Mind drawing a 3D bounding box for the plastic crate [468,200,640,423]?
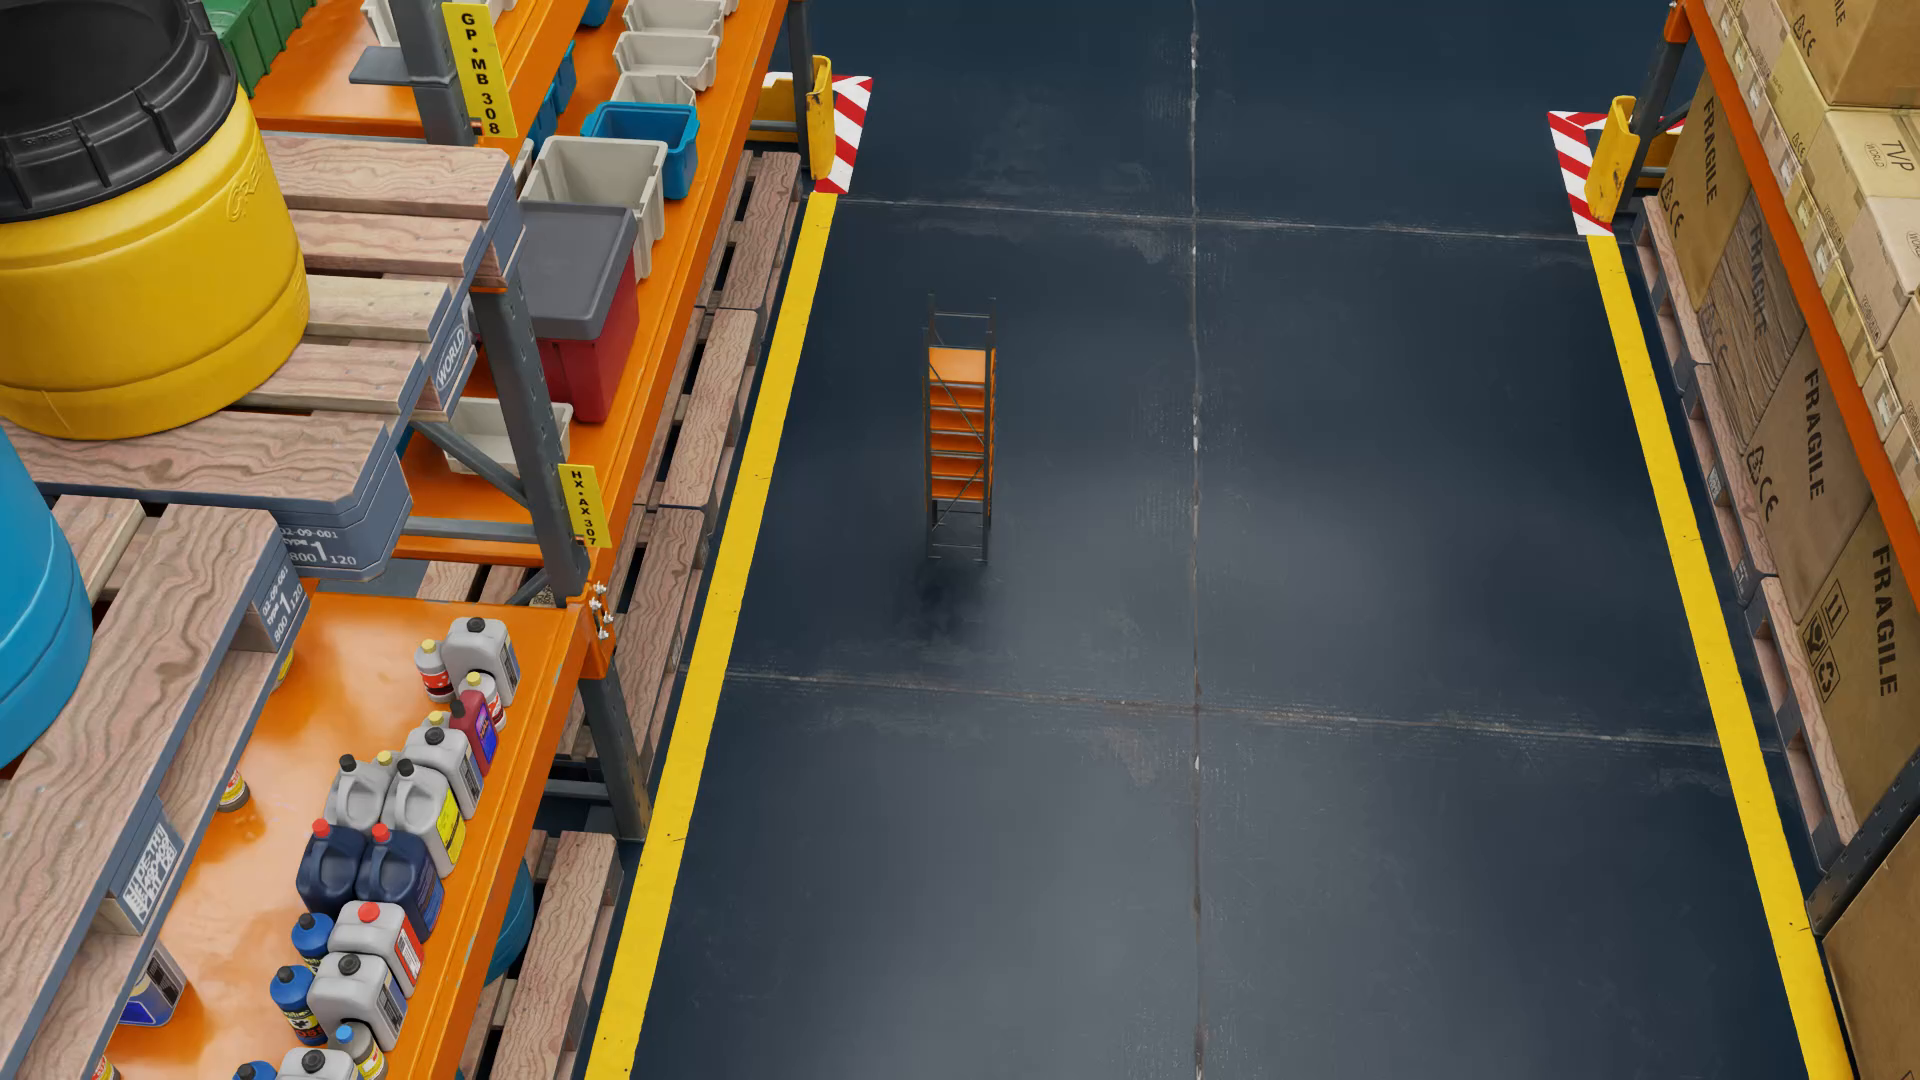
[{"bbox_3d":[-1.256,-0.718,5.290,0.402,0.464,0.583,4,48,4],"label":"plastic crate"}]

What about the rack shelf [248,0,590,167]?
[{"bbox_3d":[-1.405,-2.276,5.254,1.077,0.370,4.000,4,48,4],"label":"rack shelf"}]

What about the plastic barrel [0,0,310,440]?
[{"bbox_3d":[-1.468,-0.570,2.794,0.600,0.588,0.600,0,48,0],"label":"plastic barrel"}]

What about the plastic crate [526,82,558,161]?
[{"bbox_3d":[-1.720,-1.593,6.247,0.416,0.233,0.300,4,48,4],"label":"plastic crate"}]

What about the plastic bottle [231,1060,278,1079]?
[{"bbox_3d":[-1.539,1.232,3.678,0.097,0.271,0.097,0,48,0],"label":"plastic bottle"}]

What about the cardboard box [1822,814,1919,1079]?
[{"bbox_3d":[3.307,1.343,4.644,1.225,0.875,0.875,4,48,4],"label":"cardboard box"}]

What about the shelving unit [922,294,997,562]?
[{"bbox_3d":[-0.001,-0.394,6.298,0.258,1.200,0.189,4,48,4],"label":"shelving unit"}]

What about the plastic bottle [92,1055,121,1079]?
[{"bbox_3d":[-1.988,1.190,3.763,0.097,0.201,0.097,0,48,0],"label":"plastic bottle"}]

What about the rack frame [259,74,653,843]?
[{"bbox_3d":[-1.587,-0.037,4.751,1.000,3.000,0.127,4,48,4],"label":"rack frame"}]

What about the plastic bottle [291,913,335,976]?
[{"bbox_3d":[-1.506,0.962,3.924,0.097,0.271,0.097,0,48,0],"label":"plastic bottle"}]

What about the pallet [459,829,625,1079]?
[{"bbox_3d":[-1.699,1.468,5.264,1.003,0.211,1.213,4,48,4],"label":"pallet"}]

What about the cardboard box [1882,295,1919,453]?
[{"bbox_3d":[3.169,-0.476,5.053,0.500,0.250,0.500,5,48,5],"label":"cardboard box"}]

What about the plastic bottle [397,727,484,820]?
[{"bbox_3d":[-1.334,0.585,4.266,0.152,0.276,0.135,4,48,4],"label":"plastic bottle"}]

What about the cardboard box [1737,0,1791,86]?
[{"bbox_3d":[3.357,-1.976,6.424,0.500,0.250,0.500,3,48,3],"label":"cardboard box"}]

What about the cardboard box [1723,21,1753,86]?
[{"bbox_3d":[3.304,-1.943,6.664,0.380,0.149,0.250,3,48,3],"label":"cardboard box"}]

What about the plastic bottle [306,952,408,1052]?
[{"bbox_3d":[-1.392,1.054,3.837,0.152,0.276,0.135,4,48,4],"label":"plastic bottle"}]

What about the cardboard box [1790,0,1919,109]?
[{"bbox_3d":[3.311,-1.863,5.813,0.500,0.500,0.500,3,48,2],"label":"cardboard box"}]

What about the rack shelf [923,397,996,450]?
[{"bbox_3d":[-0.001,-0.445,6.242,0.258,0.103,0.180,4,48,4],"label":"rack shelf"}]

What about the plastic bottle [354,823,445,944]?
[{"bbox_3d":[-1.362,0.813,4.007,0.144,0.351,0.185,4,48,4],"label":"plastic bottle"}]

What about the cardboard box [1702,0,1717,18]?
[{"bbox_3d":[3.349,-2.320,7.009,0.380,0.149,0.250,4,48,4],"label":"cardboard box"}]

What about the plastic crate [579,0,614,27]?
[{"bbox_3d":[-1.633,-2.297,6.891,0.416,0.233,0.300,4,48,4],"label":"plastic crate"}]

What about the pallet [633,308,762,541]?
[{"bbox_3d":[-1.450,-0.538,7.099,1.003,0.211,1.213,4,48,4],"label":"pallet"}]

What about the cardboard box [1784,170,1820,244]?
[{"bbox_3d":[3.210,-1.189,5.975,0.380,0.149,0.250,3,48,3],"label":"cardboard box"}]

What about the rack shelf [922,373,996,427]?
[{"bbox_3d":[-0.001,-0.526,6.153,0.258,0.103,0.180,4,48,4],"label":"rack shelf"}]

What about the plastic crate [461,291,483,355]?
[{"bbox_3d":[-1.752,-0.805,5.599,0.437,0.125,0.590,4,48,4],"label":"plastic crate"}]

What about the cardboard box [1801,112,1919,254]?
[{"bbox_3d":[3.265,-1.223,5.736,0.500,0.250,0.500,3,48,3],"label":"cardboard box"}]

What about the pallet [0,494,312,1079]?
[{"bbox_3d":[-1.661,0.431,2.418,1.003,0.211,1.213,4,48,4],"label":"pallet"}]

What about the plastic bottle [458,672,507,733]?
[{"bbox_3d":[-1.284,0.429,4.460,0.097,0.201,0.097,0,48,0],"label":"plastic bottle"}]

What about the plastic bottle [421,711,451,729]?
[{"bbox_3d":[-1.357,0.523,4.374,0.097,0.201,0.097,0,48,0],"label":"plastic bottle"}]

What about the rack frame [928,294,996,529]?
[{"bbox_3d":[0.007,-0.462,6.359,0.240,1.200,0.006,4,48,4],"label":"rack frame"}]

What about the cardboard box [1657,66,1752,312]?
[{"bbox_3d":[3.731,-1.592,7.329,0.875,0.875,0.875,4,48,4],"label":"cardboard box"}]

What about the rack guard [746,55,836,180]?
[{"bbox_3d":[-1.233,-2.151,8.379,1.175,0.500,0.348,4,48,4],"label":"rack guard"}]

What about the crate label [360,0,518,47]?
[{"bbox_3d":[-1.255,-1.300,4.052,0.293,0.136,0.466,4,48,4],"label":"crate label"}]

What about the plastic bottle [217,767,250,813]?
[{"bbox_3d":[-1.916,0.608,4.295,0.097,0.201,0.097,0,48,0],"label":"plastic bottle"}]

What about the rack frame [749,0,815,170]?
[{"bbox_3d":[-1.222,-2.976,7.439,1.000,3.000,0.127,4,48,4],"label":"rack frame"}]

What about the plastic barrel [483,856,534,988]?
[{"bbox_3d":[-1.653,0.928,5.006,0.600,0.901,0.708,4,48,4],"label":"plastic barrel"}]

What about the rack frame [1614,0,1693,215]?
[{"bbox_3d":[3.710,-2.643,7.135,1.000,3.000,0.127,4,48,4],"label":"rack frame"}]

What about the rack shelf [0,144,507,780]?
[{"bbox_3d":[-1.769,0.663,2.565,1.077,0.370,4.000,4,48,4],"label":"rack shelf"}]

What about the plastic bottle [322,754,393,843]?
[{"bbox_3d":[-1.488,0.668,4.140,0.144,0.351,0.185,4,48,4],"label":"plastic bottle"}]

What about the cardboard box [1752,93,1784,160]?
[{"bbox_3d":[3.257,-1.564,6.318,0.380,0.149,0.250,3,48,3],"label":"cardboard box"}]

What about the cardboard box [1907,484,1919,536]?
[{"bbox_3d":[3.070,-0.055,4.937,0.380,0.149,0.250,5,48,4],"label":"cardboard box"}]

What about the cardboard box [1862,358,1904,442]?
[{"bbox_3d":[3.117,-0.432,5.282,0.380,0.149,0.250,5,48,4],"label":"cardboard box"}]

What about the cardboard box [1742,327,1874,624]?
[{"bbox_3d":[3.567,-0.269,6.119,0.875,0.875,0.875,4,48,4],"label":"cardboard box"}]

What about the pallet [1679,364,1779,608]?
[{"bbox_3d":[3.601,-0.215,6.804,1.003,0.211,1.213,4,48,4],"label":"pallet"}]

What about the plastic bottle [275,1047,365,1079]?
[{"bbox_3d":[-1.414,1.225,3.681,0.152,0.276,0.135,4,48,4],"label":"plastic bottle"}]

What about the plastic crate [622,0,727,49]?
[{"bbox_3d":[-1.157,-2.084,6.761,0.396,0.136,0.243,4,48,4],"label":"plastic crate"}]

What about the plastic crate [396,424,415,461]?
[{"bbox_3d":[-1.884,-0.418,5.069,0.392,0.384,0.575,4,48,4],"label":"plastic crate"}]

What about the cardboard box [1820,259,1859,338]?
[{"bbox_3d":[3.164,-0.809,5.628,0.380,0.149,0.250,3,48,3],"label":"cardboard box"}]

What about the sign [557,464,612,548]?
[{"bbox_3d":[-1.039,-0.092,4.614,0.100,0.325,0.005,4,48,4],"label":"sign"}]

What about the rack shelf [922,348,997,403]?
[{"bbox_3d":[-0.001,-0.607,6.065,0.258,0.103,0.180,4,48,4],"label":"rack shelf"}]

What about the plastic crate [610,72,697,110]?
[{"bbox_3d":[-1.167,-1.659,6.373,0.298,0.136,0.250,4,48,4],"label":"plastic crate"}]
